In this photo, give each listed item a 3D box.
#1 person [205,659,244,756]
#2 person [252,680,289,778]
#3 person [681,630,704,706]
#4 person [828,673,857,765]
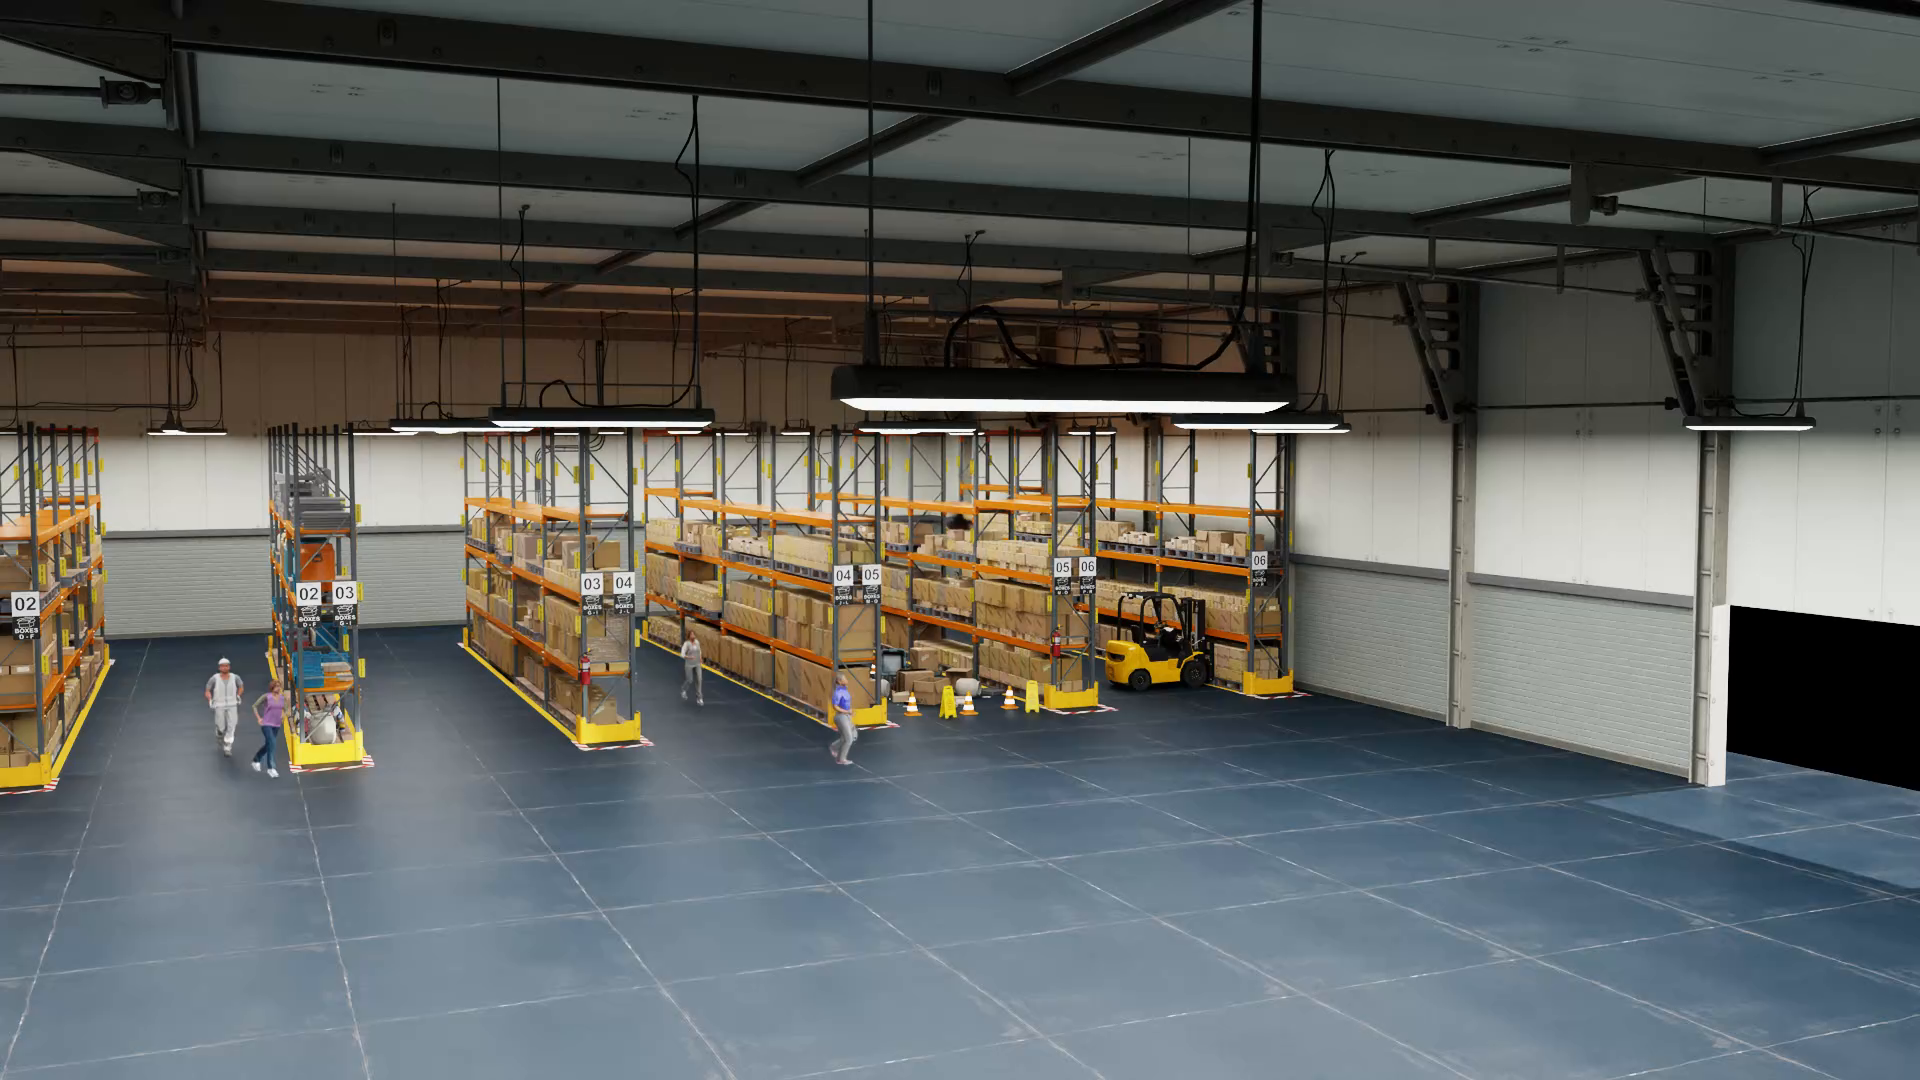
[{"bbox_3d":[-13.297,3.013,30.118,0.656,1.749,0.704,-2,4,-31],"label":"person"},{"bbox_3d":[-11.754,3.197,28.405,0.736,1.609,0.532,2,4,31],"label":"person"},{"bbox_3d":[-5.766,2.732,35.834,0.552,1.600,0.894,-2,4,-34],"label":"person"},{"bbox_3d":[-2.056,3.135,29.166,0.578,1.605,0.572,1,4,12],"label":"person"}]
